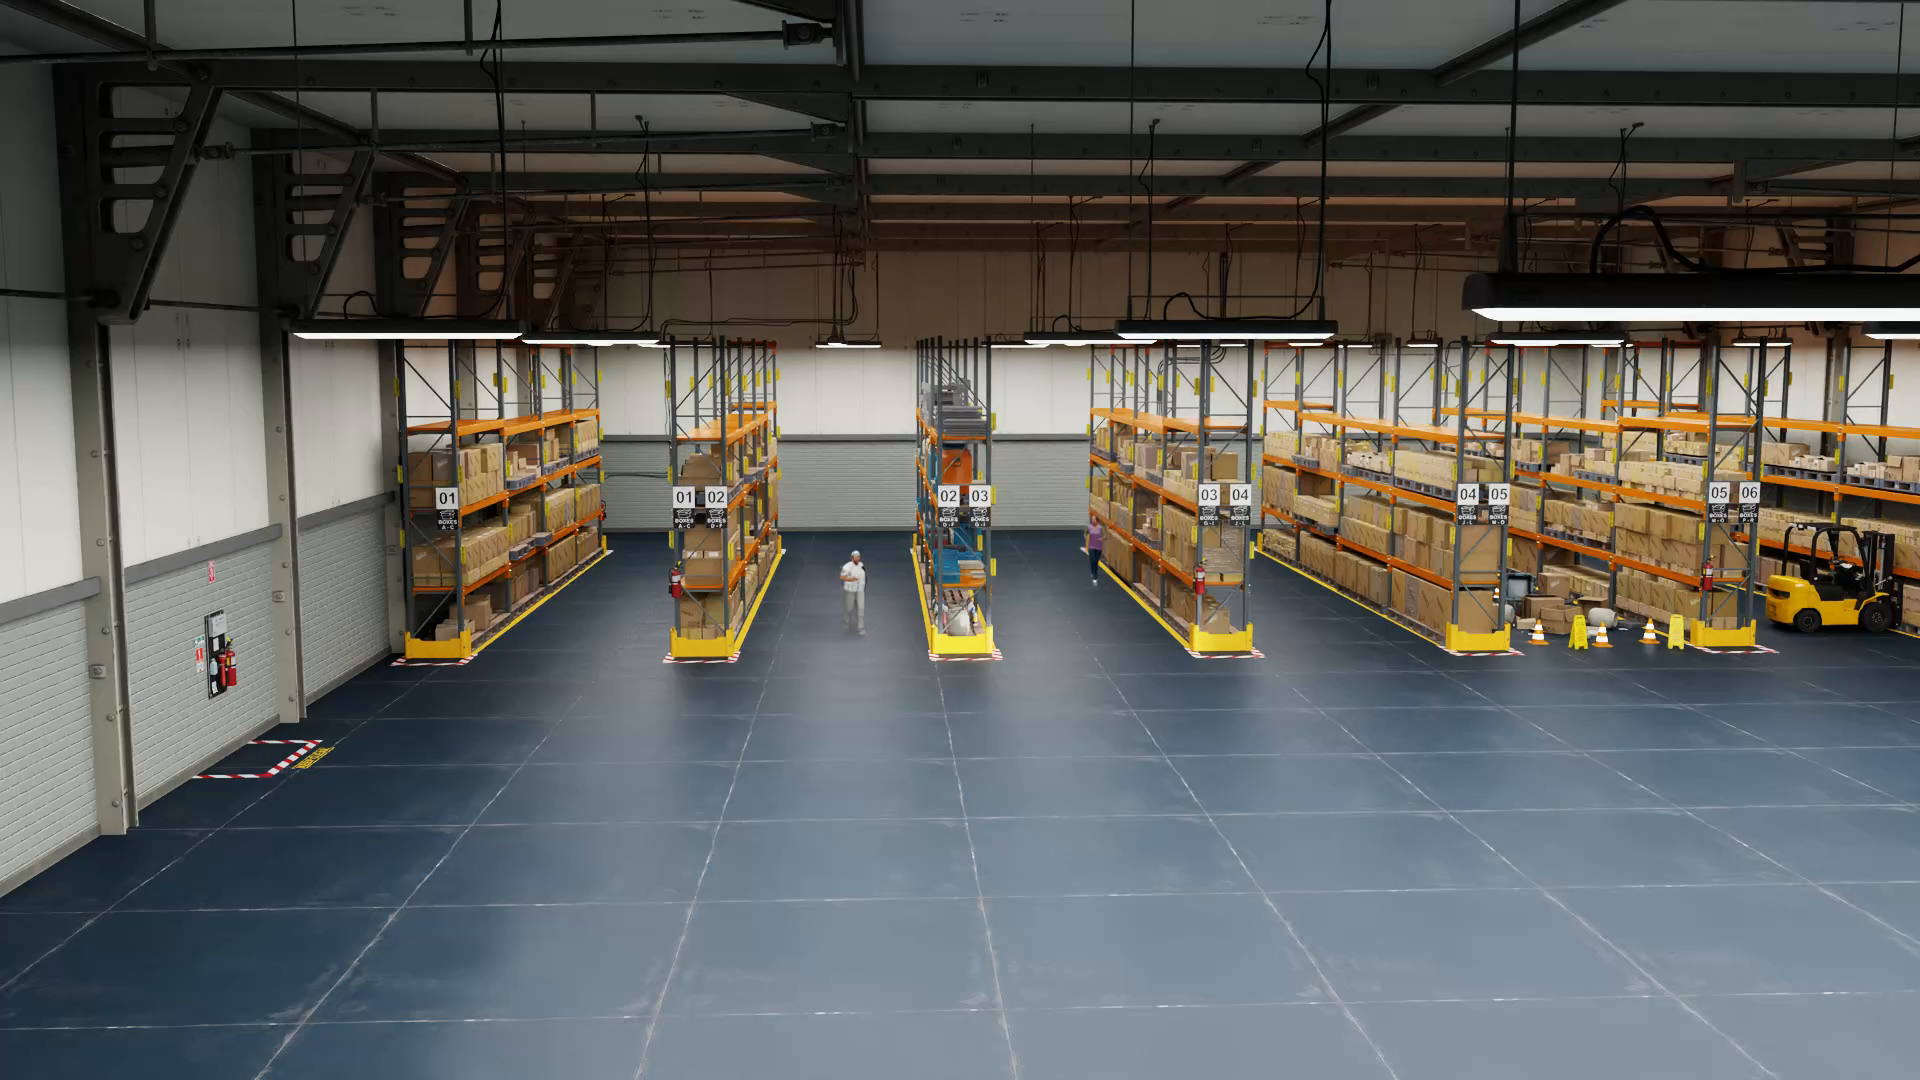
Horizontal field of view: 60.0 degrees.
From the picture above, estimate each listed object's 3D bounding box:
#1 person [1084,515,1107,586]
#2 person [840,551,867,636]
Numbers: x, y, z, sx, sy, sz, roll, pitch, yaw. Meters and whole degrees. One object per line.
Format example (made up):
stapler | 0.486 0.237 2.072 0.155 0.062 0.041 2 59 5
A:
person | 3.172 0.220 38.878 0.524 1.621 0.770 0 6 -2
person | -2.178 1.061 33.849 0.586 1.701 0.864 -3 7 -26
